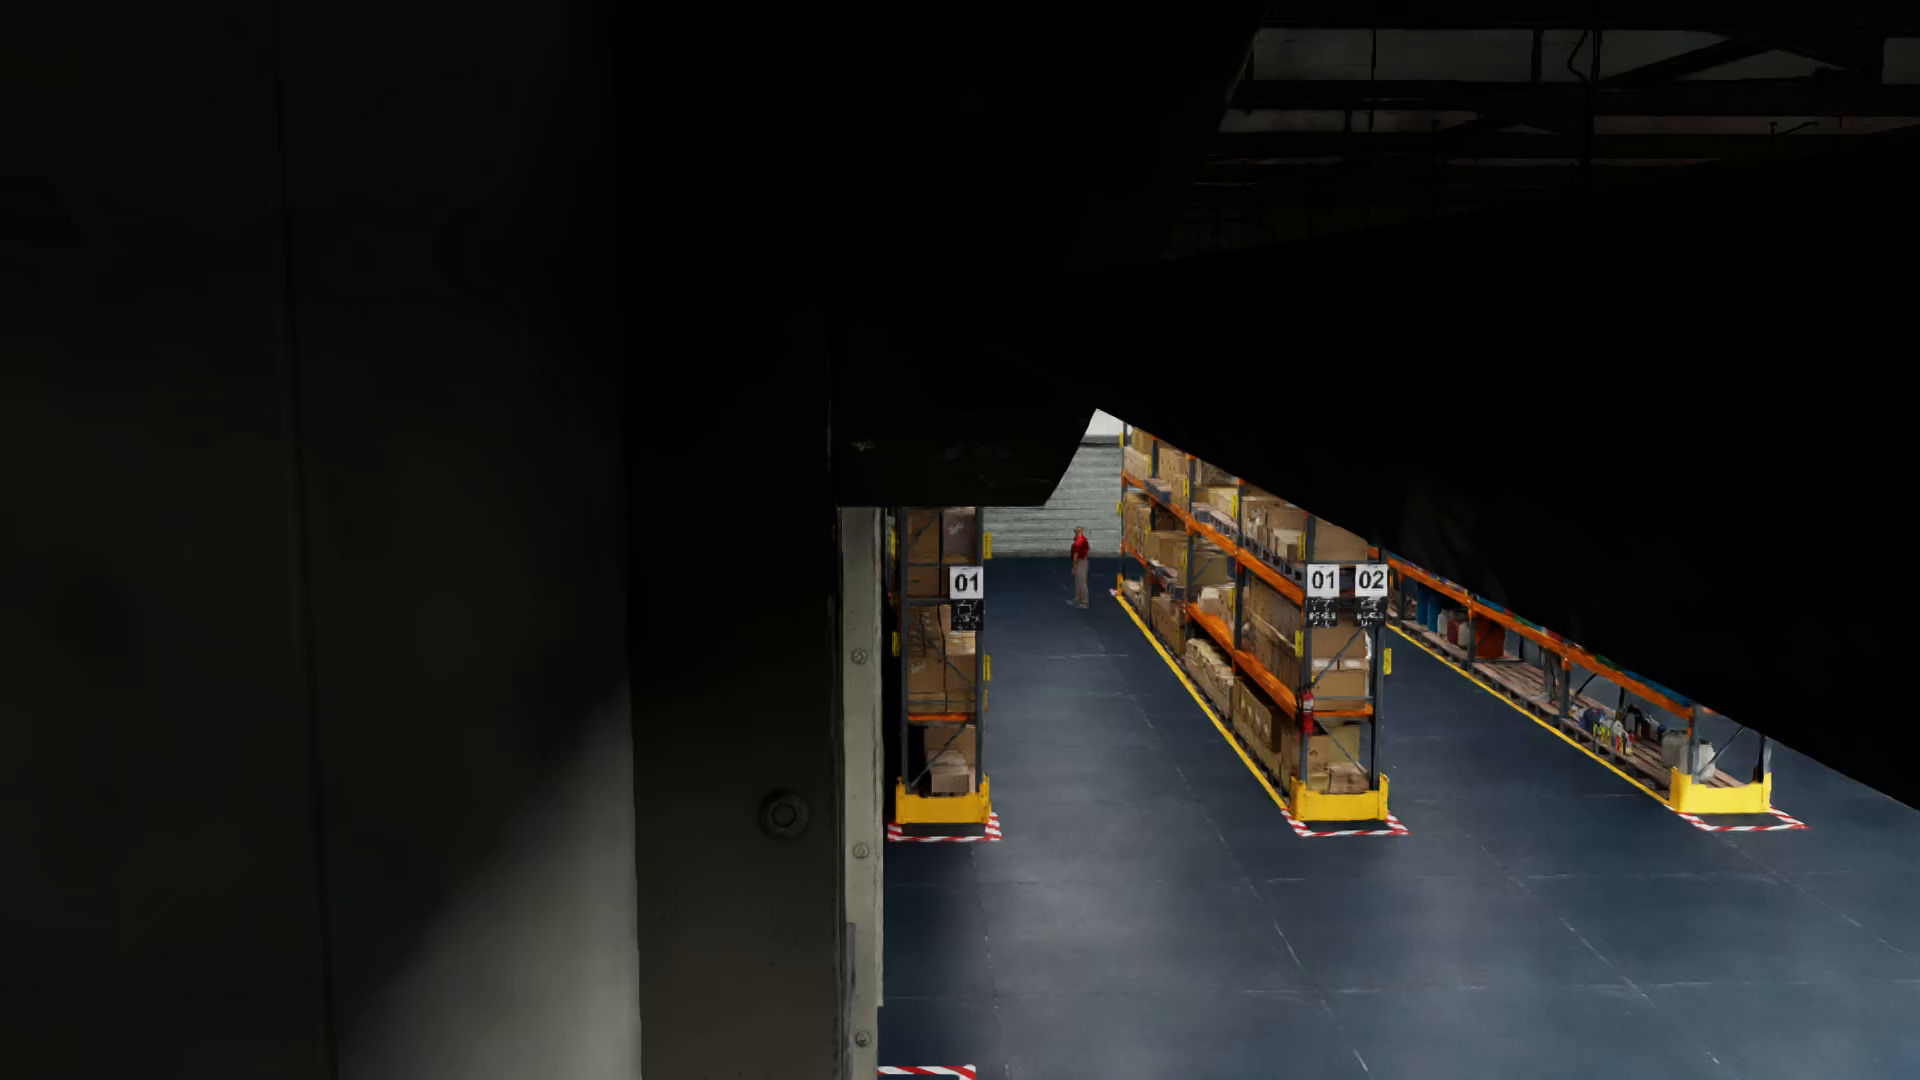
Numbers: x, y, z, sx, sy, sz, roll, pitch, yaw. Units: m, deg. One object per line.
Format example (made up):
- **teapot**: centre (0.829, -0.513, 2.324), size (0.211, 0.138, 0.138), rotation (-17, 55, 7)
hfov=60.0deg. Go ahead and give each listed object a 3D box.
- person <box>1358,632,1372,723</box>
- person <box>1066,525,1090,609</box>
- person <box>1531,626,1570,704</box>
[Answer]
- **person**: centre (6.100, 1.962, 25.535), size (0.404, 1.727, 0.559), rotation (-5, 9, -29)
- **person**: centre (2.491, 0.546, 35.030), size (0.597, 1.721, 0.667), rotation (3, 9, 20)
- **person**: centre (9.169, 1.643, 25.667), size (0.493, 1.769, 0.640), rotation (-1, 8, -10)
